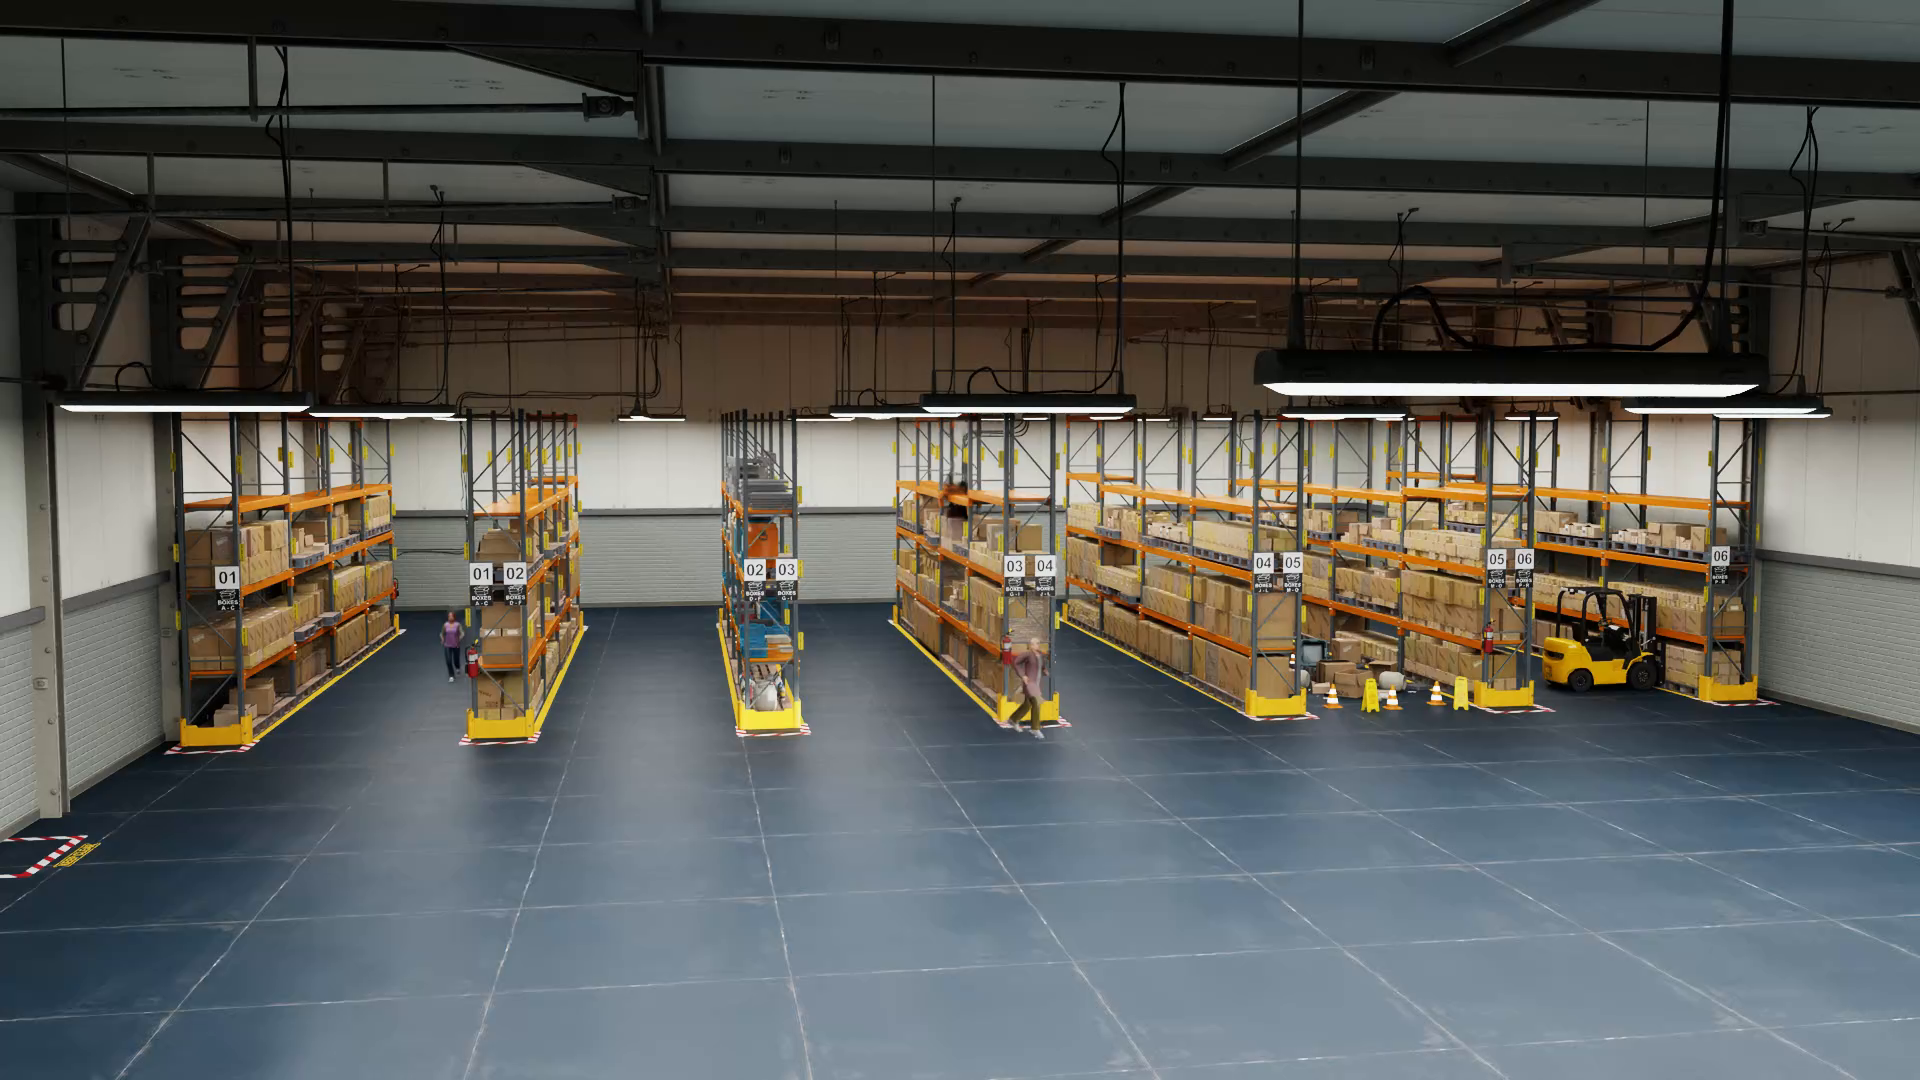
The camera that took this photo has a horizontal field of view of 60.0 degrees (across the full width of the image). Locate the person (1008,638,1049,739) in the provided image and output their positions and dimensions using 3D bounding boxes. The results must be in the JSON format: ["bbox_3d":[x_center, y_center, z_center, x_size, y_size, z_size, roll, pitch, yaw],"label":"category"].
[{"bbox_3d":[1.287,2.701,30.616,0.896,1.834,0.705,3,5,37],"label":"person"}]

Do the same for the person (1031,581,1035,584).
[{"bbox_3d":[1.986,1.450,48.374,0.721,1.767,0.973,2,4,23],"label":"person"}]

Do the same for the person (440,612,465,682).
[{"bbox_3d":[-11.307,2.367,37.011,0.535,1.548,0.567,-1,4,-8],"label":"person"}]
